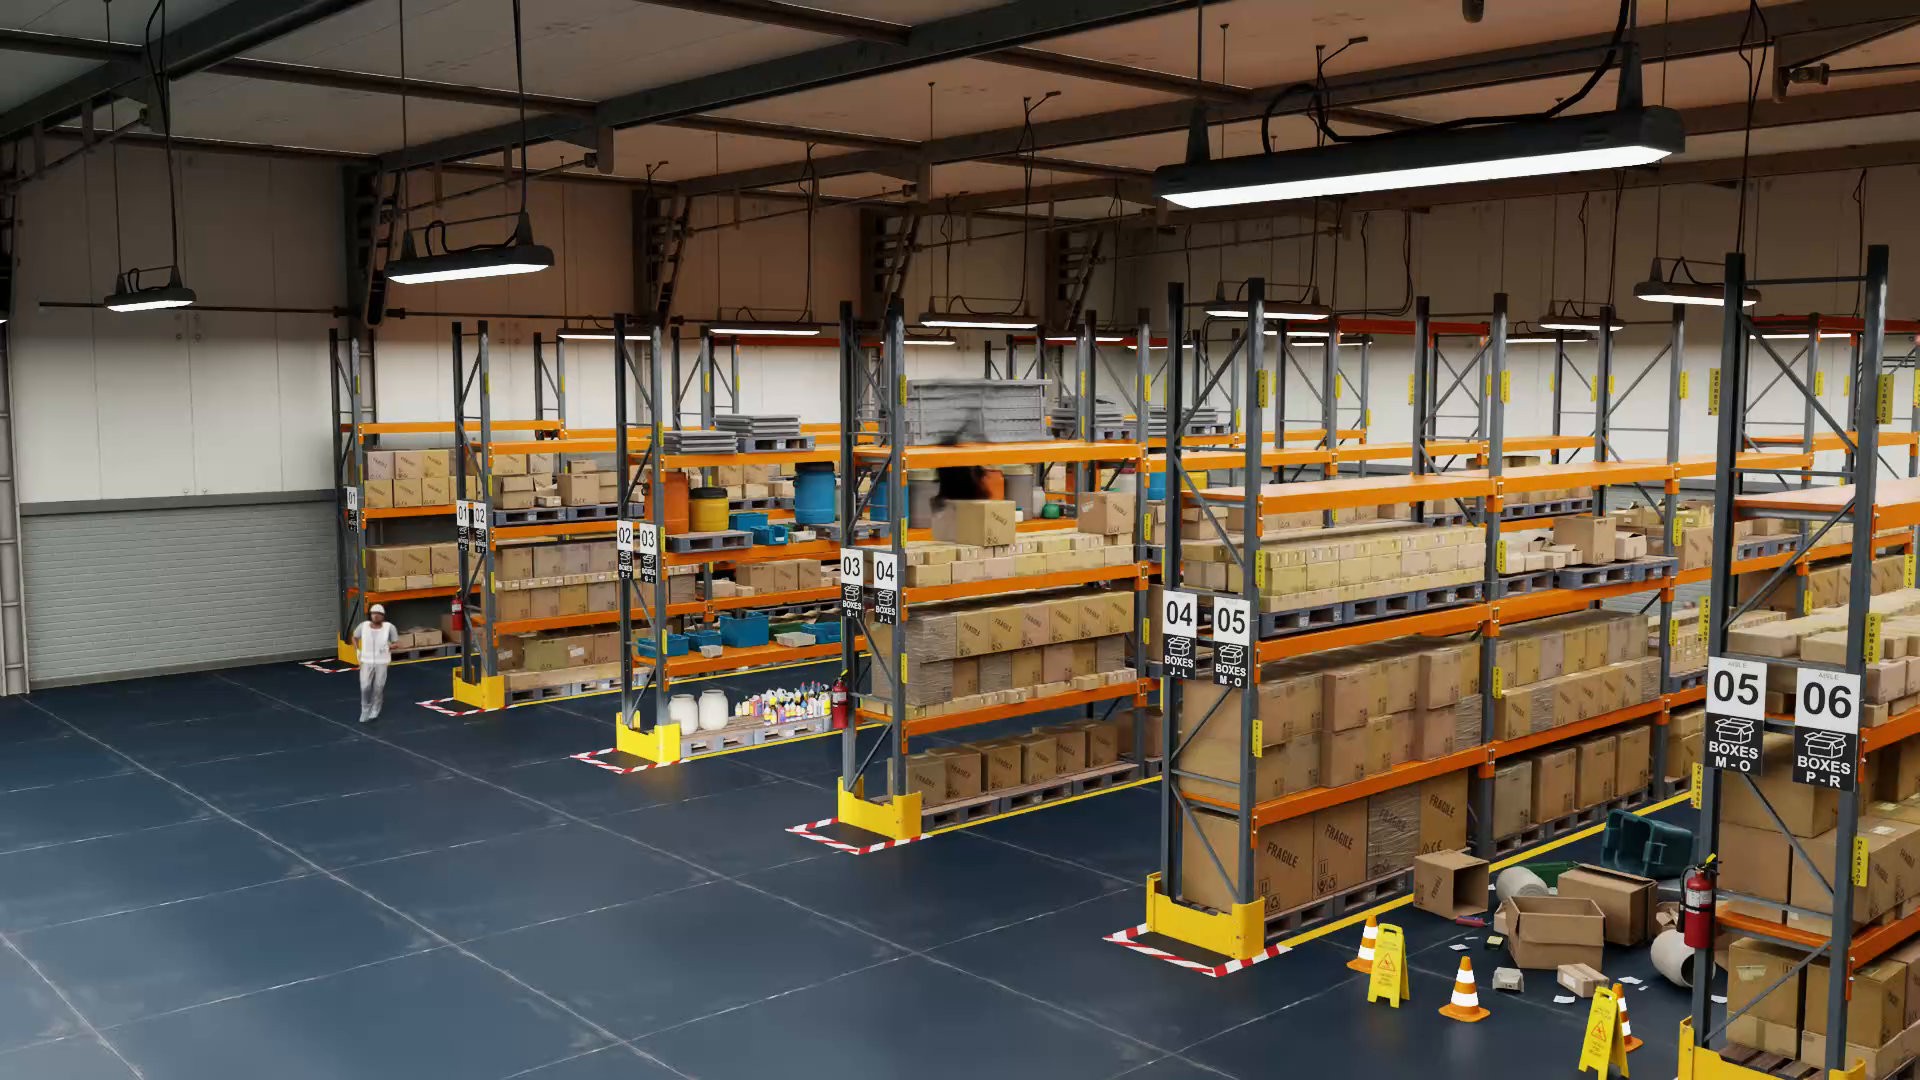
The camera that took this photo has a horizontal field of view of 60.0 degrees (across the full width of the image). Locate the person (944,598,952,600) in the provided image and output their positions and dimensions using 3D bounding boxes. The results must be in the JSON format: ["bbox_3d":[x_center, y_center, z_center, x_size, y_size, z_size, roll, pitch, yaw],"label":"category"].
[{"bbox_3d":[-0.123,1.519,28.446,0.700,1.743,0.602,-5,7,-39],"label":"person"}]

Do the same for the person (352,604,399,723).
[{"bbox_3d":[-8.716,1.850,24.799,0.678,1.787,0.618,-2,6,-15],"label":"person"}]

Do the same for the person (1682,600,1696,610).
[{"bbox_3d":[11.165,1.780,25.657,0.661,1.703,0.649,-5,8,-41],"label":"person"}]
